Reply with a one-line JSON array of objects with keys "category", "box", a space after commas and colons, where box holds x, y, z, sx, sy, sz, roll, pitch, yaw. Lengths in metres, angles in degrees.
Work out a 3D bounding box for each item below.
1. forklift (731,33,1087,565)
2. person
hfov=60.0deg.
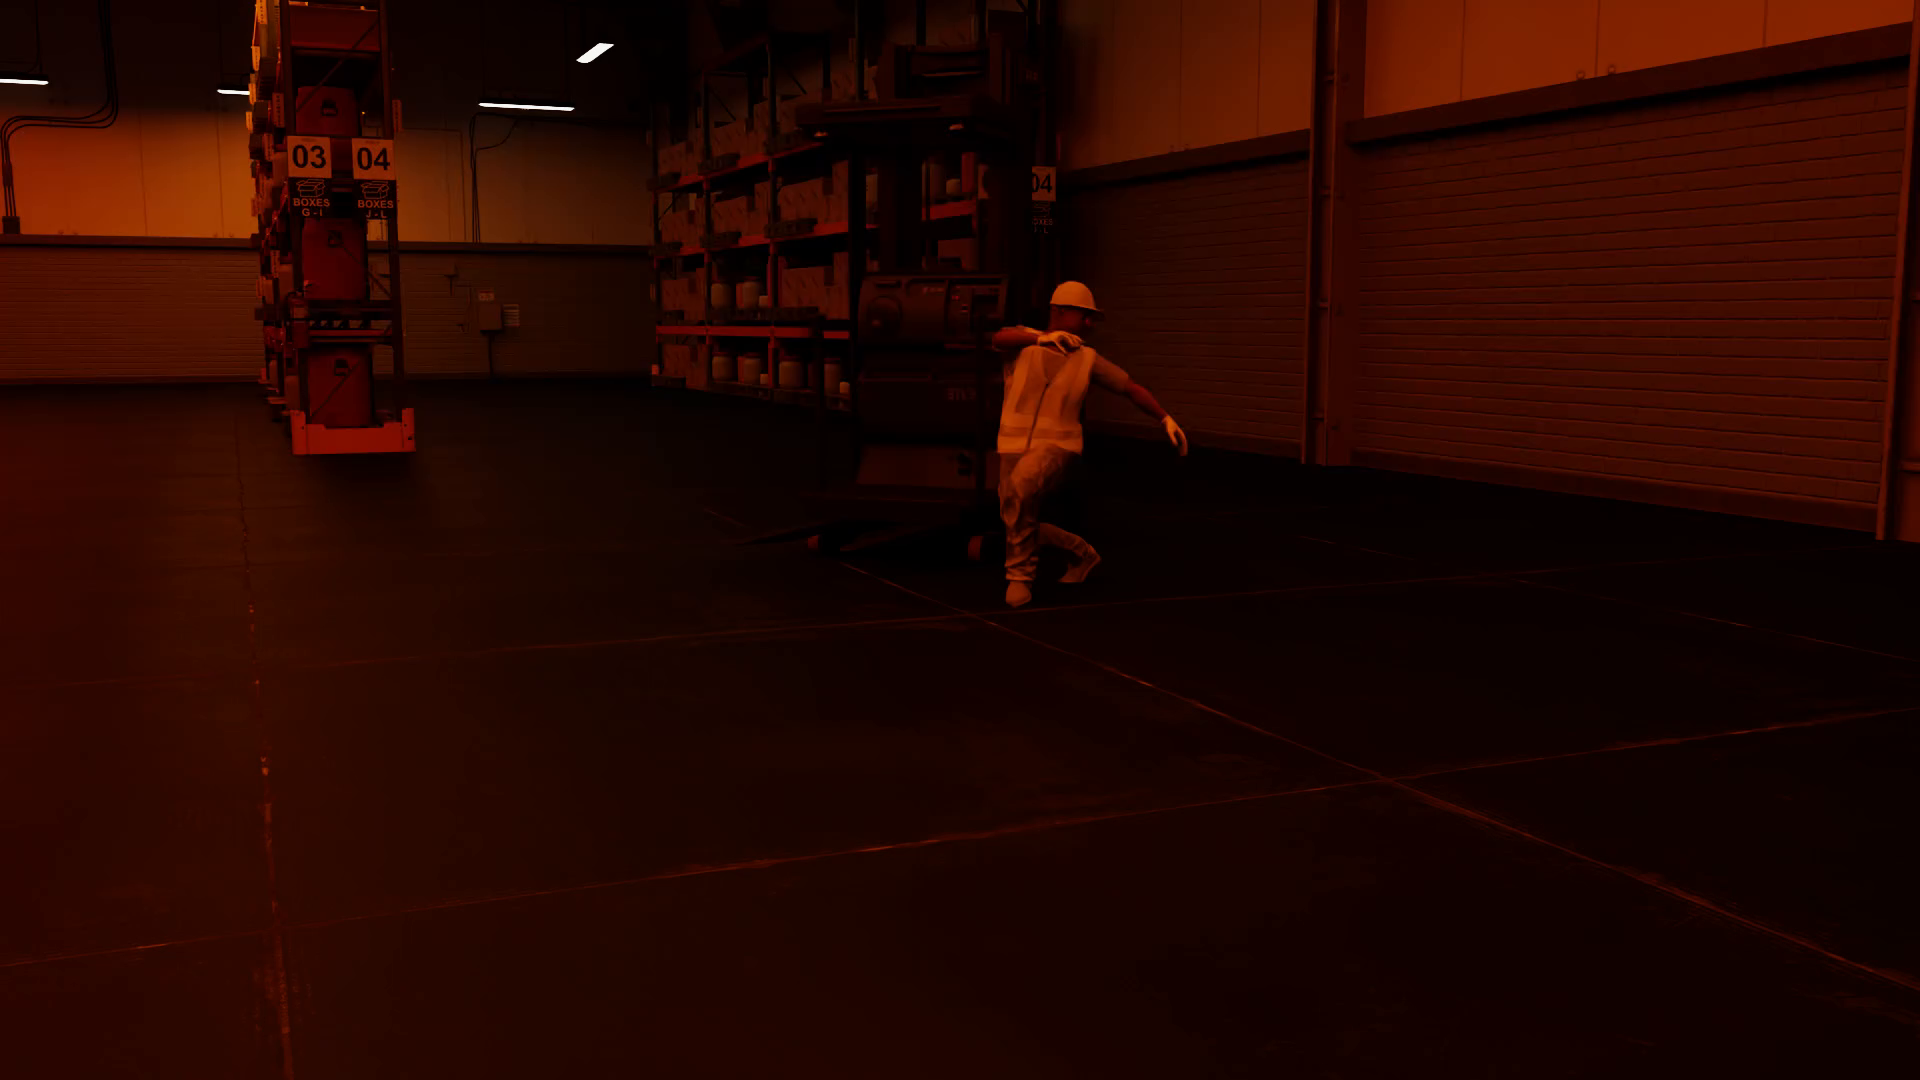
[{"category": "forklift", "box": [-0.239, -1.380, 9.404, 1.130, 2.935, 3.031, 3, 8, 23]}, {"category": "person", "box": [0.600, -0.471, 8.075, 0.894, 1.561, 0.960, 3, 8, 23]}]
